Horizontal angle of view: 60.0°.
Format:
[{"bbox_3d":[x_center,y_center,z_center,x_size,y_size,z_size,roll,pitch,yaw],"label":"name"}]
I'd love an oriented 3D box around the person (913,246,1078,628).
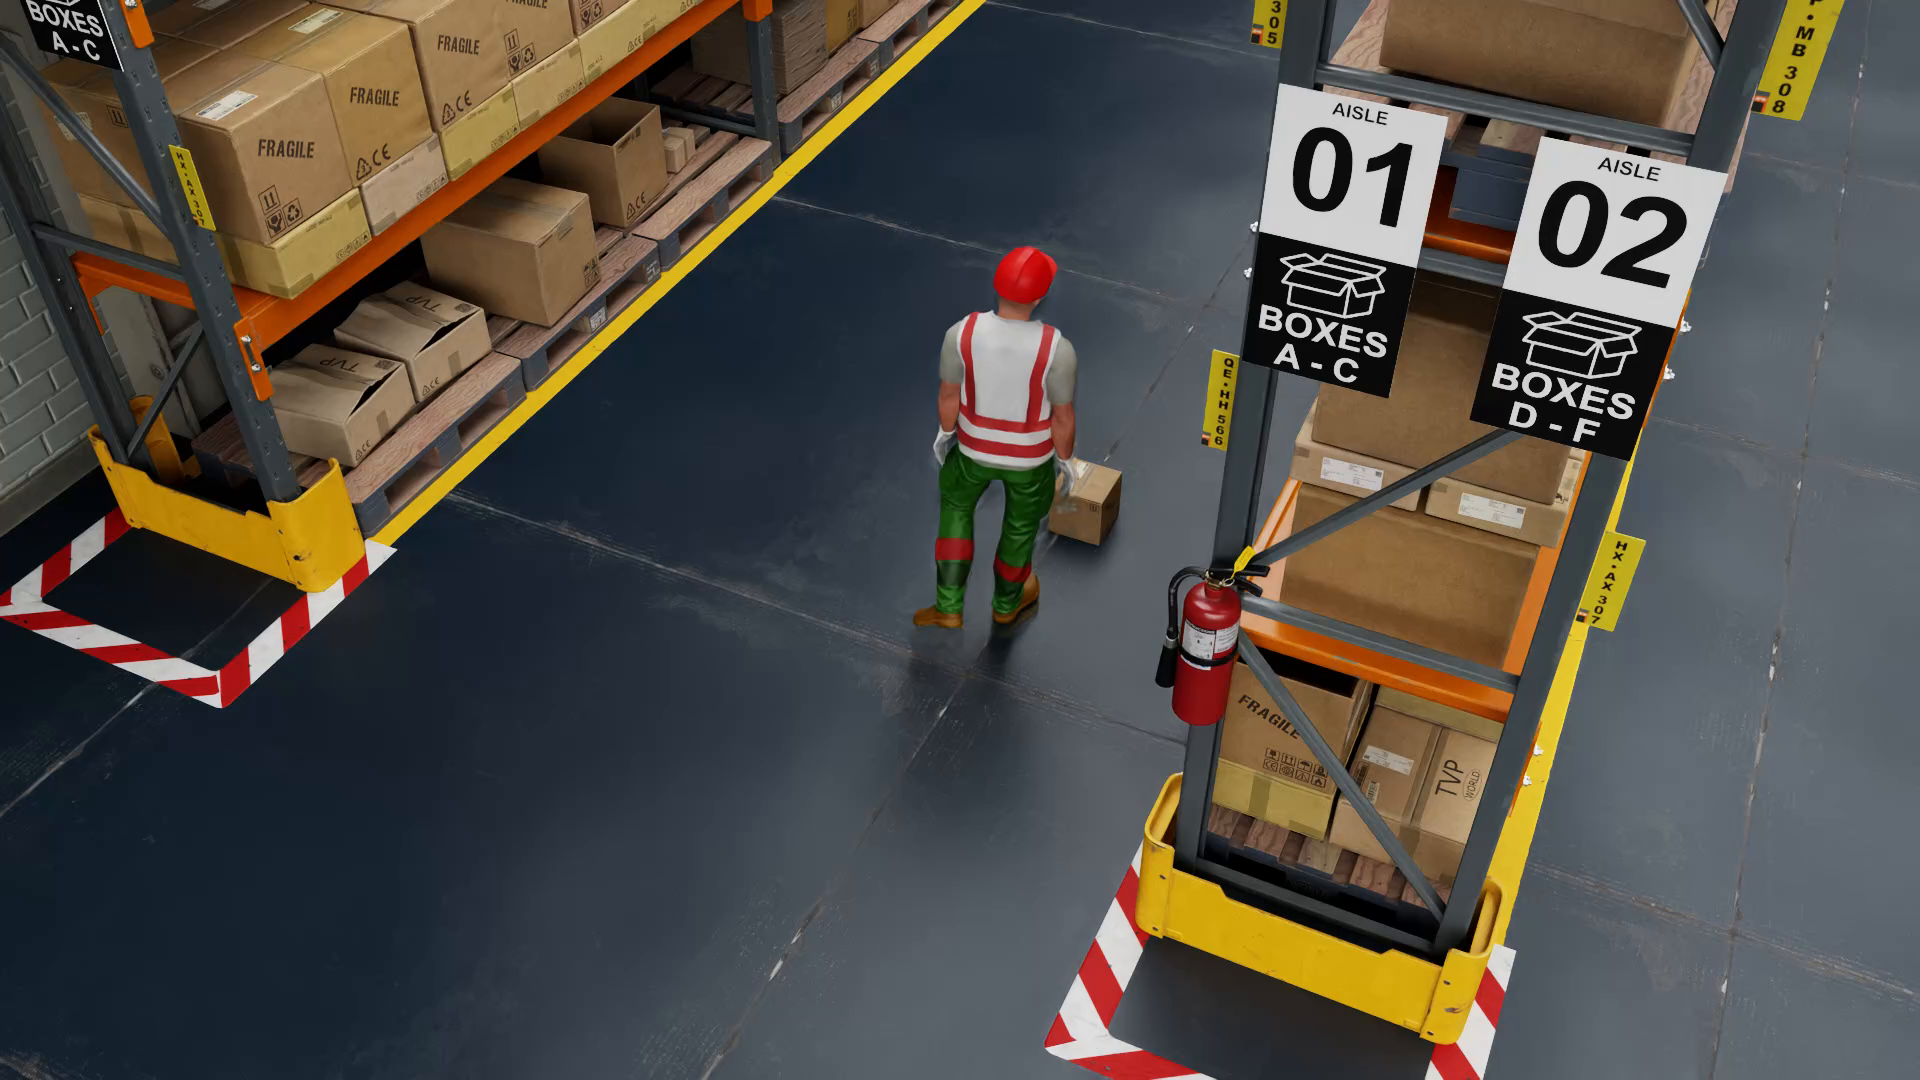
[{"bbox_3d":[0.143,-0.319,6.478,0.621,1.787,0.572,10,43,11],"label":"person"}]
